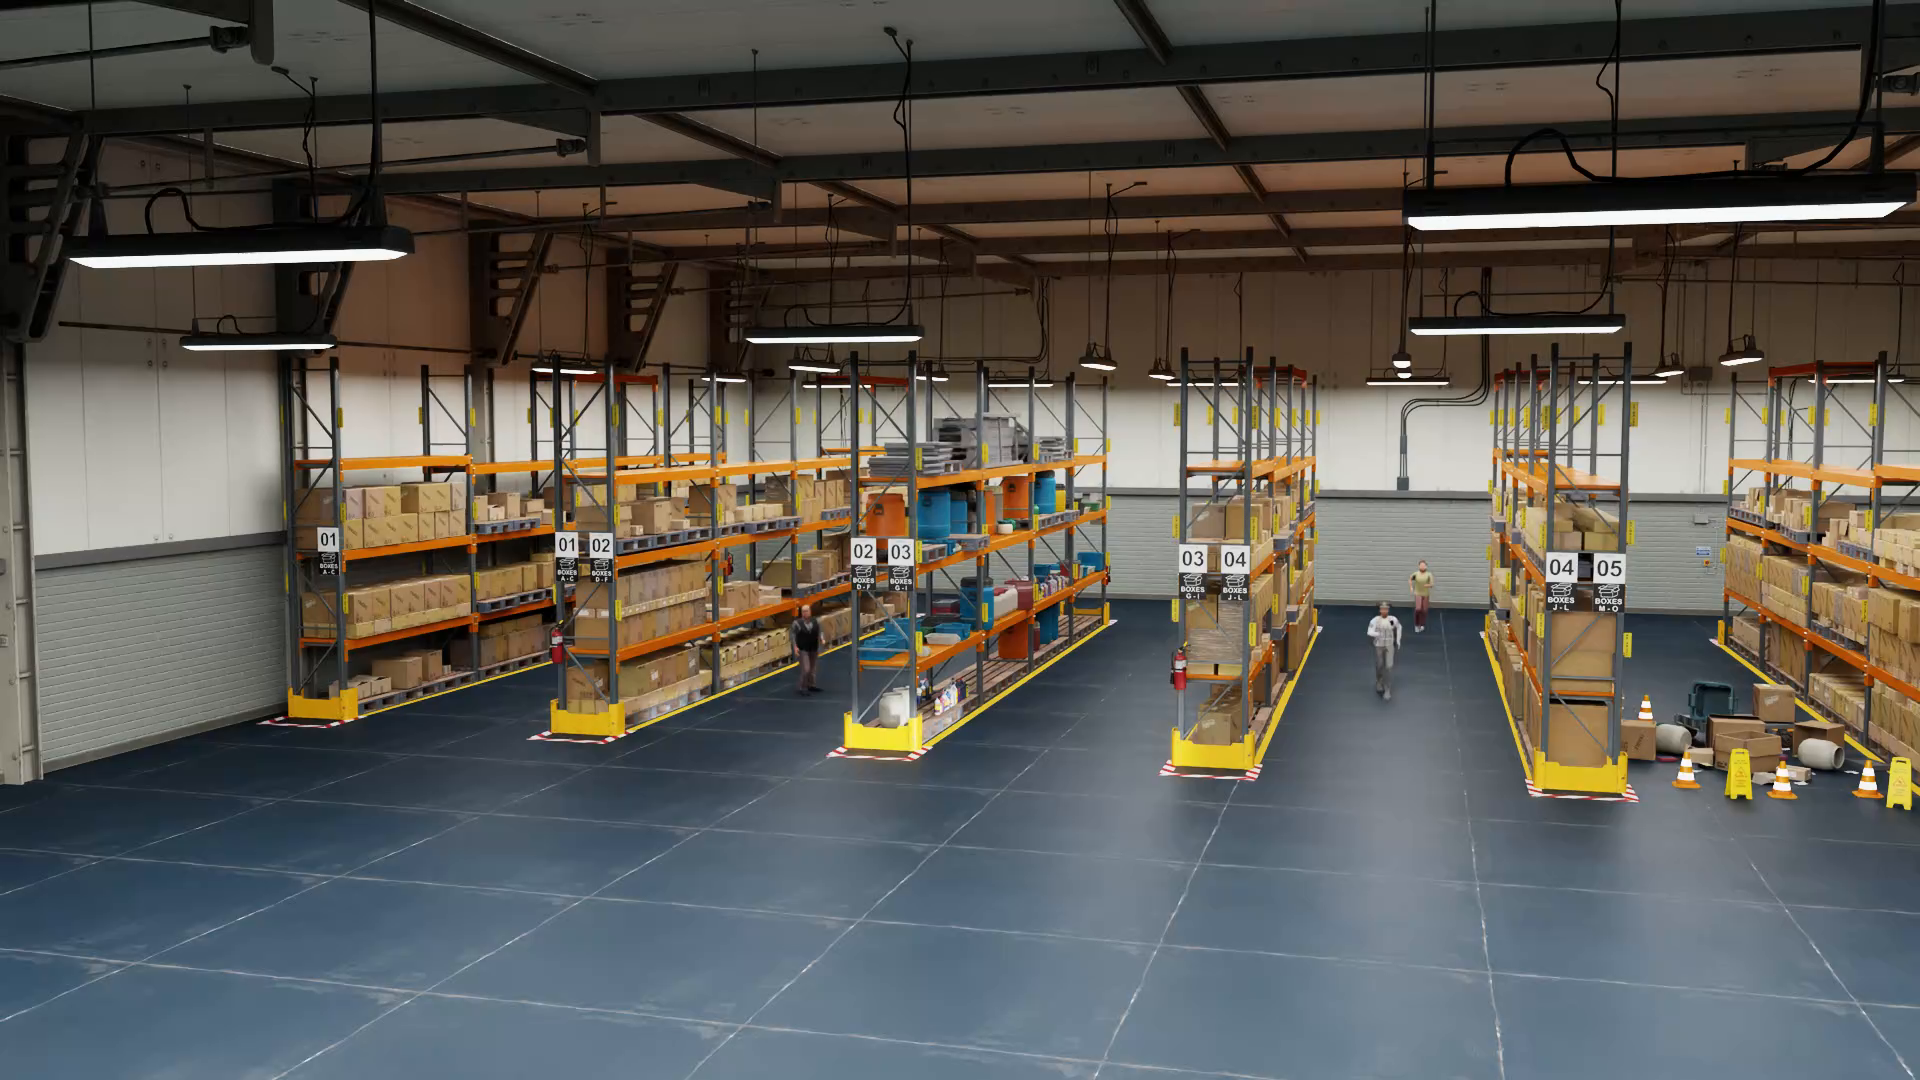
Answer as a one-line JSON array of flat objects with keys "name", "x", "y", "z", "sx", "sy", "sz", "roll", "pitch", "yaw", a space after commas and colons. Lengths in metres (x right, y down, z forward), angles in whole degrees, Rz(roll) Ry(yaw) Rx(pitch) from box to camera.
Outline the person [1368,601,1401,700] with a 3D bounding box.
[{"name": "person", "x": 7.631, "y": 1.956, "z": 29.906, "sx": 0.601, "sy": 1.740, "sz": 0.844, "roll": 1, "pitch": 4, "yaw": 13}]

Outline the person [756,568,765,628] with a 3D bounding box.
[{"name": "person", "x": -4.553, "y": 1.377, "z": 39.563, "sx": 0.600, "sy": 1.471, "sz": 1.130, "roll": 3, "pitch": 5, "yaw": 33}]

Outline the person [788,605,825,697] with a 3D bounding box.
[{"name": "person", "x": -2.717, "y": 1.992, "z": 30.037, "sx": 0.684, "sy": 1.665, "sz": 0.810, "roll": -3, "pitch": 5, "yaw": -36}]

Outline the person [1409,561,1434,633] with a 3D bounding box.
[{"name": "person", "x": 10.772, "y": 1.322, "z": 38.779, "sx": 0.543, "sy": 1.687, "sz": 0.689, "roll": 1, "pitch": 4, "yaw": 8}]
